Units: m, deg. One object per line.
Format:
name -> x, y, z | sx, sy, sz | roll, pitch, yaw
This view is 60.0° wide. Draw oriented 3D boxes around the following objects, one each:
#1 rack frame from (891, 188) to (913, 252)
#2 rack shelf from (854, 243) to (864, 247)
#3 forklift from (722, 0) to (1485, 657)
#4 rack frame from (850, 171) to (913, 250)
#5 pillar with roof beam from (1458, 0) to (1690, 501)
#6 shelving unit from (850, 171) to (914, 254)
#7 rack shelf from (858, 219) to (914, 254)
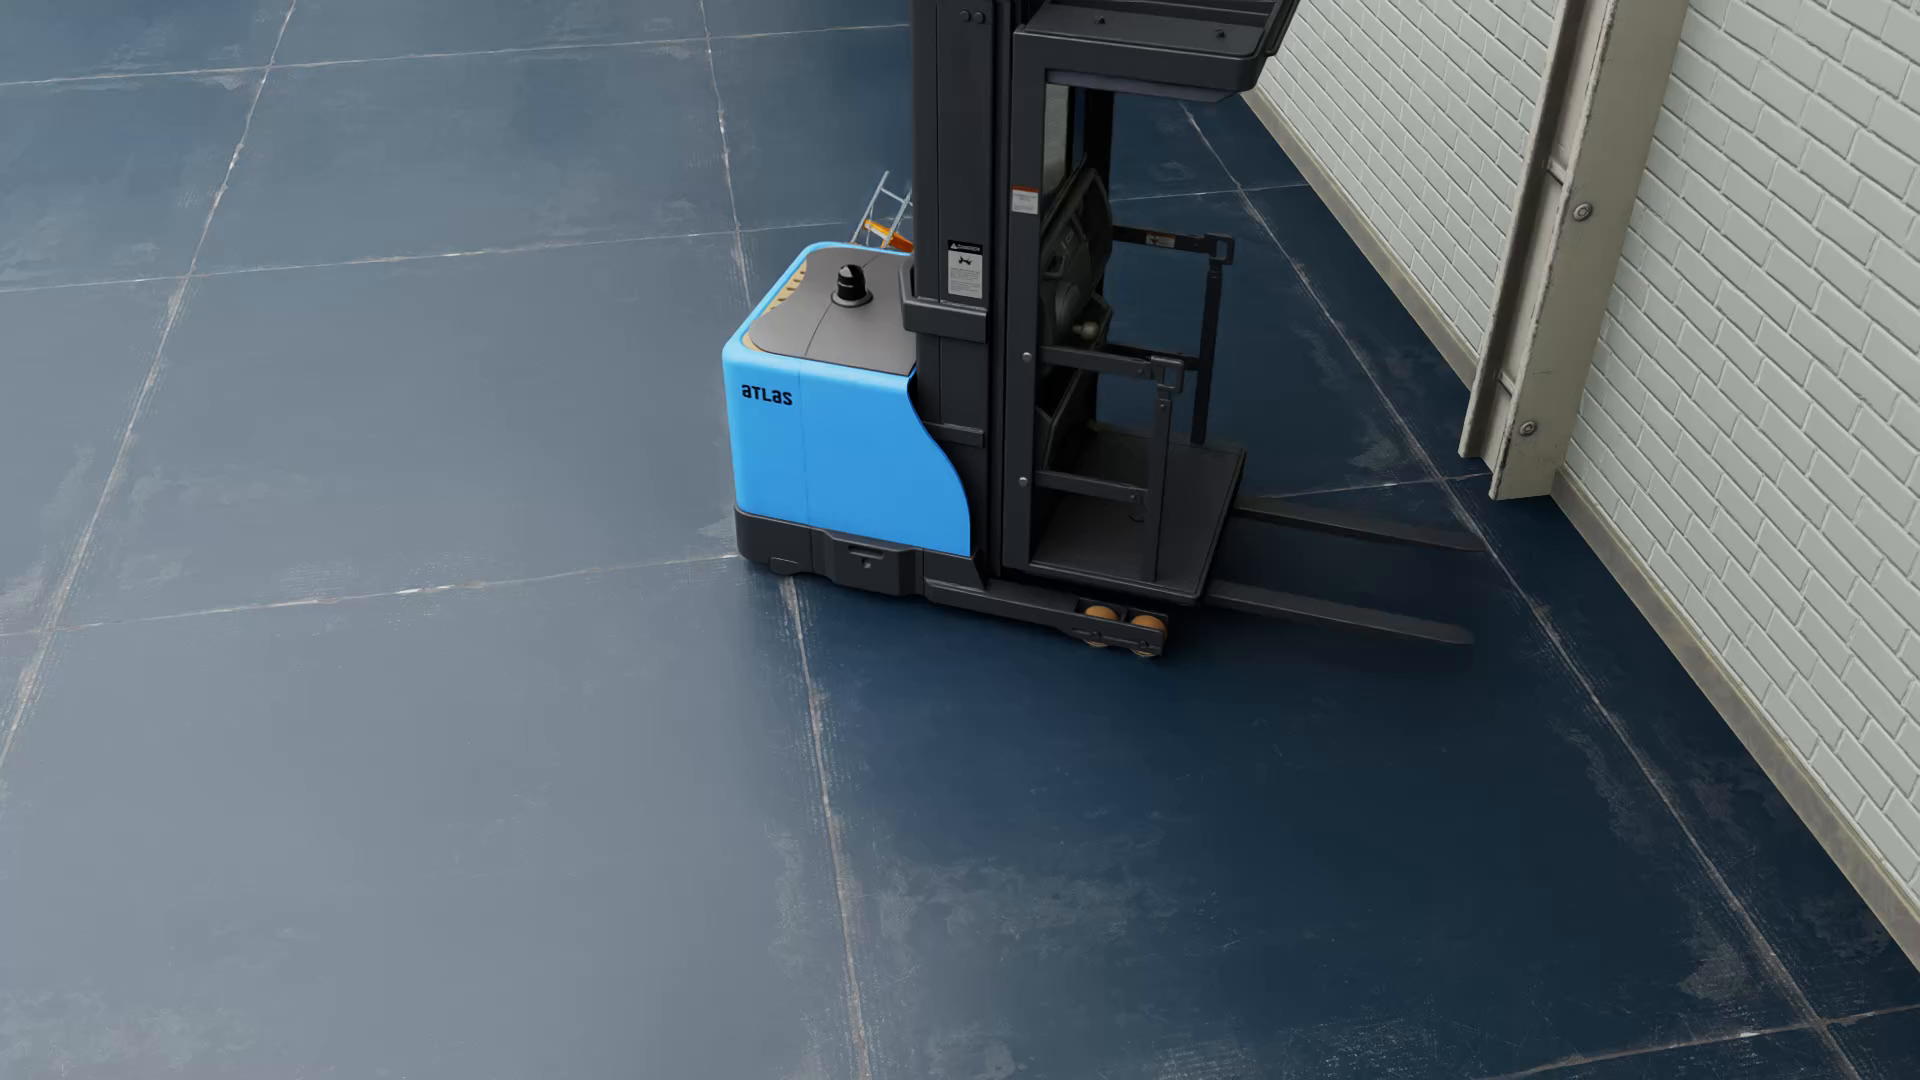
rack frame -> -0.422, -1.098, 7.859 | 0.006, 1.200, 0.240 | 16, 16, -46
rack shelf -> -0.394, -1.285, 7.755 | 0.180, 0.103, 0.258 | 16, 16, -46
forklift -> 0.627, -1.057, 6.222 | 3.031, 2.935, 1.130 | 11, 39, 14
rack frame -> -0.544, -1.133, 7.727 | 0.006, 1.200, 0.240 | 16, 16, -46
pillar with roof beam -> -1.723, -3.404, 4.297 | 9.100, 9.000, 0.400 | -6, 38, -8
shelving unit -> -0.483, -1.115, 7.793 | 0.189, 1.200, 0.258 | 16, 16, -46
rack shelf -> -0.339, -1.389, 7.732 | 0.180, 0.103, 0.258 | 16, 16, -46
